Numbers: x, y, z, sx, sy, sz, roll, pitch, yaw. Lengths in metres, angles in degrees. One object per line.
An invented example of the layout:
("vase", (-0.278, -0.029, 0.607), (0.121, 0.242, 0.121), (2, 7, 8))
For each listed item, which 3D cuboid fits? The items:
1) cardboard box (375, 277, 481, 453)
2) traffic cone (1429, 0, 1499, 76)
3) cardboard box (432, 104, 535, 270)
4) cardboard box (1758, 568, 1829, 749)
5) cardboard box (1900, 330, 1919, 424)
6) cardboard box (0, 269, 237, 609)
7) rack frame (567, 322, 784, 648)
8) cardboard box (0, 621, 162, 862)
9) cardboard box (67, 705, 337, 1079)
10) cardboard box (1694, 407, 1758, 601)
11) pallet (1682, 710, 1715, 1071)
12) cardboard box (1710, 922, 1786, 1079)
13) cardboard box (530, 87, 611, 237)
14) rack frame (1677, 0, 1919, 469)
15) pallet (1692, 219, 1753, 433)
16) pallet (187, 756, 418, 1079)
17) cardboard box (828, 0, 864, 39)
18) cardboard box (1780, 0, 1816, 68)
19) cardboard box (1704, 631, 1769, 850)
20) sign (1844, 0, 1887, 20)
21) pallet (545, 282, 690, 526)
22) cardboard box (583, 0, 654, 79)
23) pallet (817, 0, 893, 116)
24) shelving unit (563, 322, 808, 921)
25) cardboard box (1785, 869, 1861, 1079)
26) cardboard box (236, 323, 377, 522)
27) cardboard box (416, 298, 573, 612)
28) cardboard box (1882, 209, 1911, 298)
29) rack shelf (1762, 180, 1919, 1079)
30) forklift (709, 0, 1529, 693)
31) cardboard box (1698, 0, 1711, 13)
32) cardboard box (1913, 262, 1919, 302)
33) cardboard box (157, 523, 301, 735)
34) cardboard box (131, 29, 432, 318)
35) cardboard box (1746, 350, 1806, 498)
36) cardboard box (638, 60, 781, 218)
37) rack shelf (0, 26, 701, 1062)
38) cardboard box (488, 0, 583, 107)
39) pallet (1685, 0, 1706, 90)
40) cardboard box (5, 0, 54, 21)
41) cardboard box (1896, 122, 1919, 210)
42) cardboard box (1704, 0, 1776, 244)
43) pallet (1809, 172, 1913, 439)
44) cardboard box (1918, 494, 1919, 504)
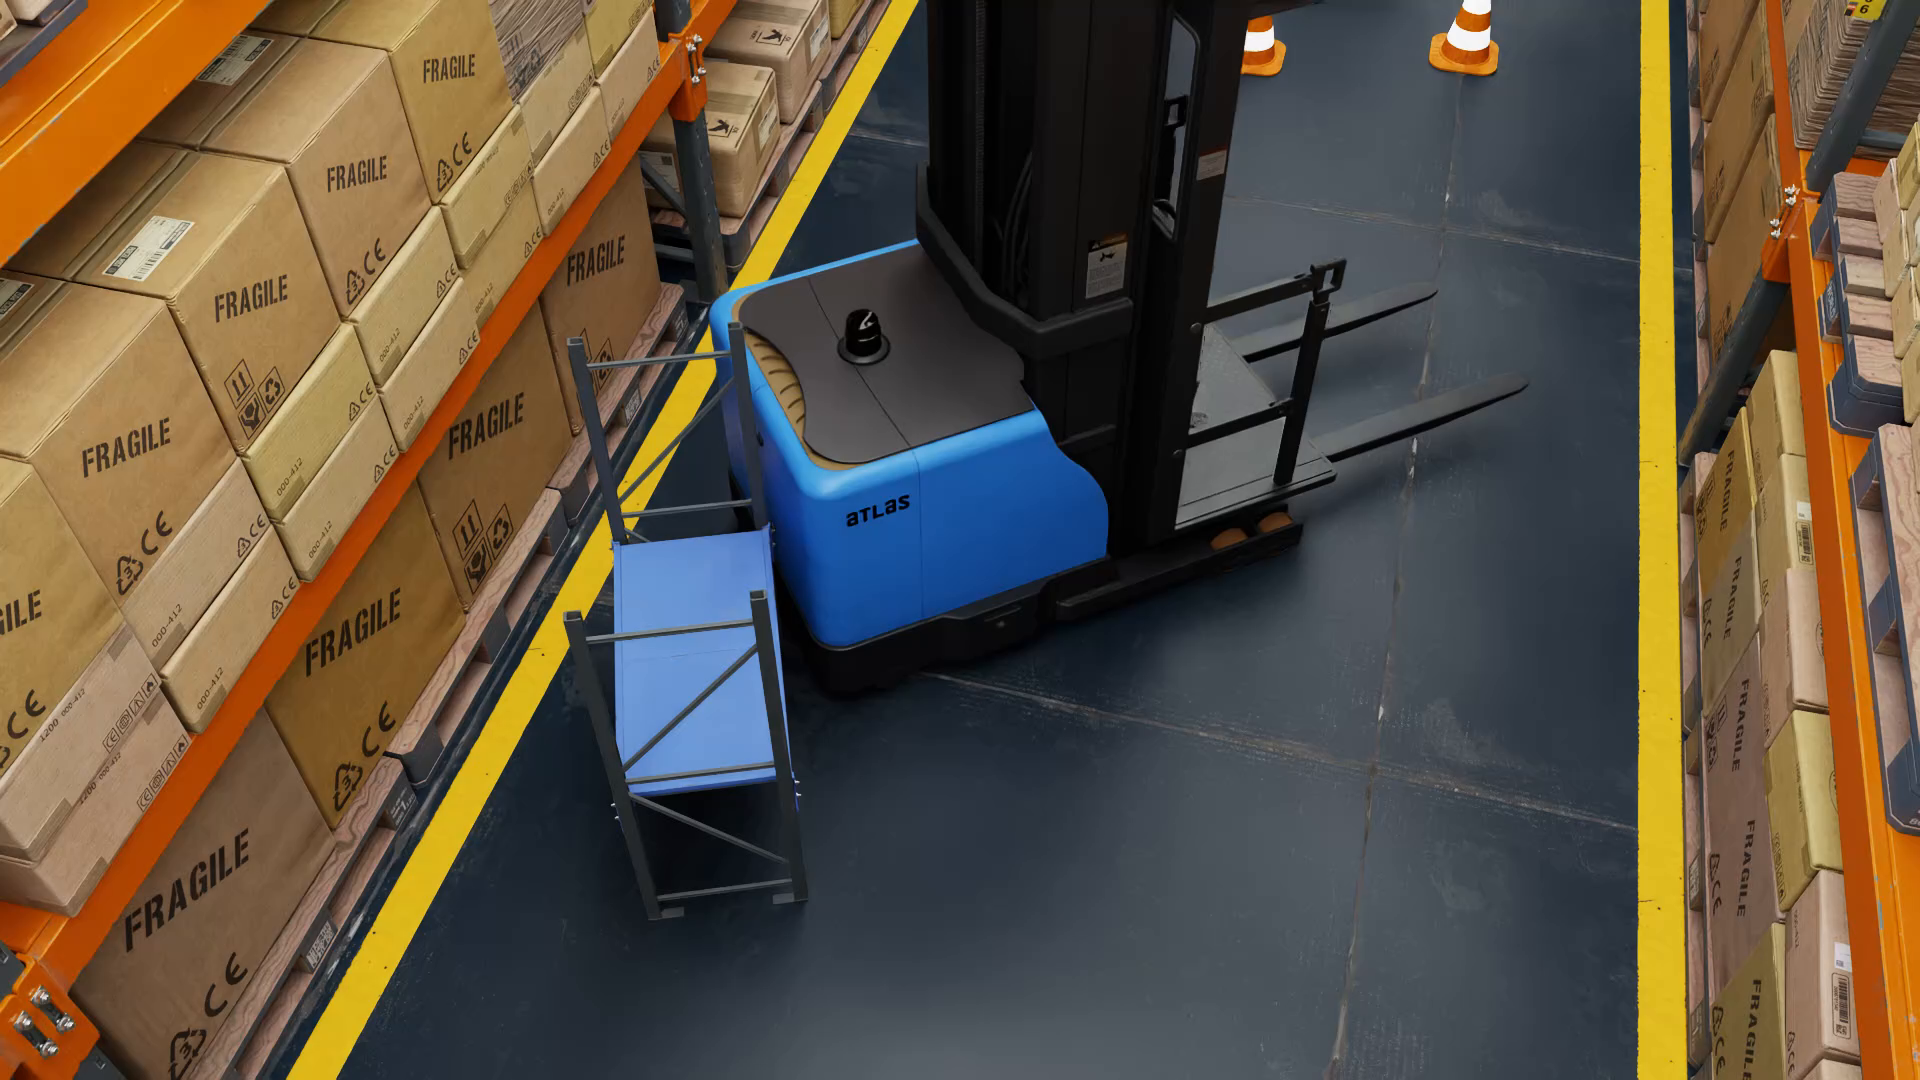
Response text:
("cardboard box", (-1.754, -0.552, 4.837), (0.500, 0.250, 0.500), (11, 49, 9))
("traffic cone", (2.548, -2.605, 8.241), (0.336, 0.463, 0.334), (12, 50, 10))
("cardboard box", (-1.626, -1.096, 4.984), (0.500, 0.250, 0.500), (10, 49, 9))
("cardboard box", (2.614, 0.390, 4.792), (0.500, 0.250, 0.500), (12, 50, 10))
("cardboard box", (2.781, -0.410, 4.499), (0.380, 0.149, 0.250), (14, 50, 12))
("cardboard box", (-2.050, -0.233, 3.721), (0.500, 0.500, 0.500), (11, 50, 10))
("rack frame", (-0.875, -0.097, 5.335), (0.500, 1.500, 0.032), (-6, 49, -6))
("cardboard box", (-2.162, 0.388, 3.674), (0.500, 0.250, 0.500), (10, 49, 9))
("cardboard box", (-2.464, 0.866, 4.622), (0.875, 0.875, 0.875), (13, 50, 11))
("cardboard box", (2.872, -0.074, 5.702), (0.500, 0.500, 0.500), (10, 49, 8))
("pallet", (2.774, 1.144, 5.099), (1.003, 0.211, 1.213), (12, 50, 10))
("cardboard box", (2.339, 1.402, 4.399), (0.500, 0.500, 0.500), (11, 49, 9))
("cardboard box", (-1.499, -1.288, 5.486), (0.500, 0.250, 0.500), (12, 50, 11))
("rack frame", (3.305, -1.223, 5.329), (1.000, 3.000, 0.127), (12, 50, 10))
("pallet", (3.585, -0.856, 6.865), (1.003, 0.211, 1.213), (12, 50, 10))
("pallet", (-2.420, 1.116, 5.124), (1.003, 0.211, 1.213), (12, 50, 10))
("cardboard box", (-0.948, -2.886, 8.269), (0.950, 0.372, 0.625), (13, 50, 11))
("cardboard box", (3.297, -1.996, 5.944), (0.500, 0.500, 0.500), (12, 50, 10))
("cardboard box", (2.613, 0.663, 5.052), (0.500, 0.500, 0.500), (10, 49, 9))
("sign", (2.768, -1.714, 4.989), (0.100, 0.325, 0.005), (12, 50, 10))
("pallet", (-1.778, -0.649, 6.682), (1.003, 0.211, 1.213), (12, 50, 10))
("cardboard box", (-1.380, -1.842, 5.642), (0.500, 0.250, 0.500), (11, 50, 10))
("pallet", (-0.967, -2.649, 8.447), (1.003, 0.211, 1.213), (12, 50, 10))
("shelving unit", (-0.801, 0.280, 5.003), (0.538, 1.500, 1.048), (-6, 49, -6))
("cardboard box", (2.352, 1.152, 4.119), (0.500, 0.250, 0.500), (14, 50, 12))
("cardboard box", (-1.894, -0.355, 4.329), (0.500, 0.250, 0.500), (12, 50, 11))
("cardboard box", (-1.998, -0.435, 5.771), (0.875, 0.875, 0.875), (12, 50, 10))
("cardboard box", (2.921, -0.801, 4.844), (0.380, 0.149, 0.250), (14, 50, 12))
("rack shelf", (2.778, 0.461, 4.322), (1.077, 0.370, 4.000), (12, 50, 10))
("forklift", (0.710, -1.197, 5.352), (3.031, 2.935, 1.130), (-19, 51, -16))
("cardboard box", (4.281, -3.044, 8.157), (1.050, 0.750, 0.750), (11, 50, 10))
("cardboard box", (2.847, -0.677, 4.536), (0.380, 0.149, 0.250), (10, 49, 9))
("cardboard box", (-2.045, 0.175, 4.195), (0.500, 0.250, 0.500), (10, 49, 9))
("cardboard box", (-1.786, -0.970, 4.372), (0.500, 0.500, 0.500), (11, 49, 9))
("cardboard box", (2.890, -0.332, 5.430), (0.500, 0.250, 0.500), (10, 49, 8))
("cardboard box", (-1.339, -1.803, 7.313), (0.950, 0.372, 0.625), (9, 49, 7))
("rack shelf", (-2.024, -0.442, 5.120), (1.077, 0.370, 4.000), (12, 50, 10))
("cardboard box", (-1.508, -1.693, 5.010), (0.500, 0.500, 0.500), (12, 50, 11))
("pallet", (4.227, -2.621, 8.422), (1.003, 0.211, 1.213), (12, 50, 10))
("cardboard box", (-1.880, -1.134, 3.125), (0.380, 0.166, 0.250), (9, 49, 7))
("cardboard box", (2.984, -1.068, 4.881), (0.380, 0.149, 0.250), (14, 50, 12))
("cardboard box", (3.779, -1.674, 6.947), (1.050, 0.750, 0.750), (12, 50, 11))
("pallet", (3.220, -0.623, 4.927), (1.213, 0.211, 1.003), (12, 50, 10))
("cardboard box", (2.645, -0.036, 4.168), (0.380, 0.149, 0.250), (12, 50, 11))
